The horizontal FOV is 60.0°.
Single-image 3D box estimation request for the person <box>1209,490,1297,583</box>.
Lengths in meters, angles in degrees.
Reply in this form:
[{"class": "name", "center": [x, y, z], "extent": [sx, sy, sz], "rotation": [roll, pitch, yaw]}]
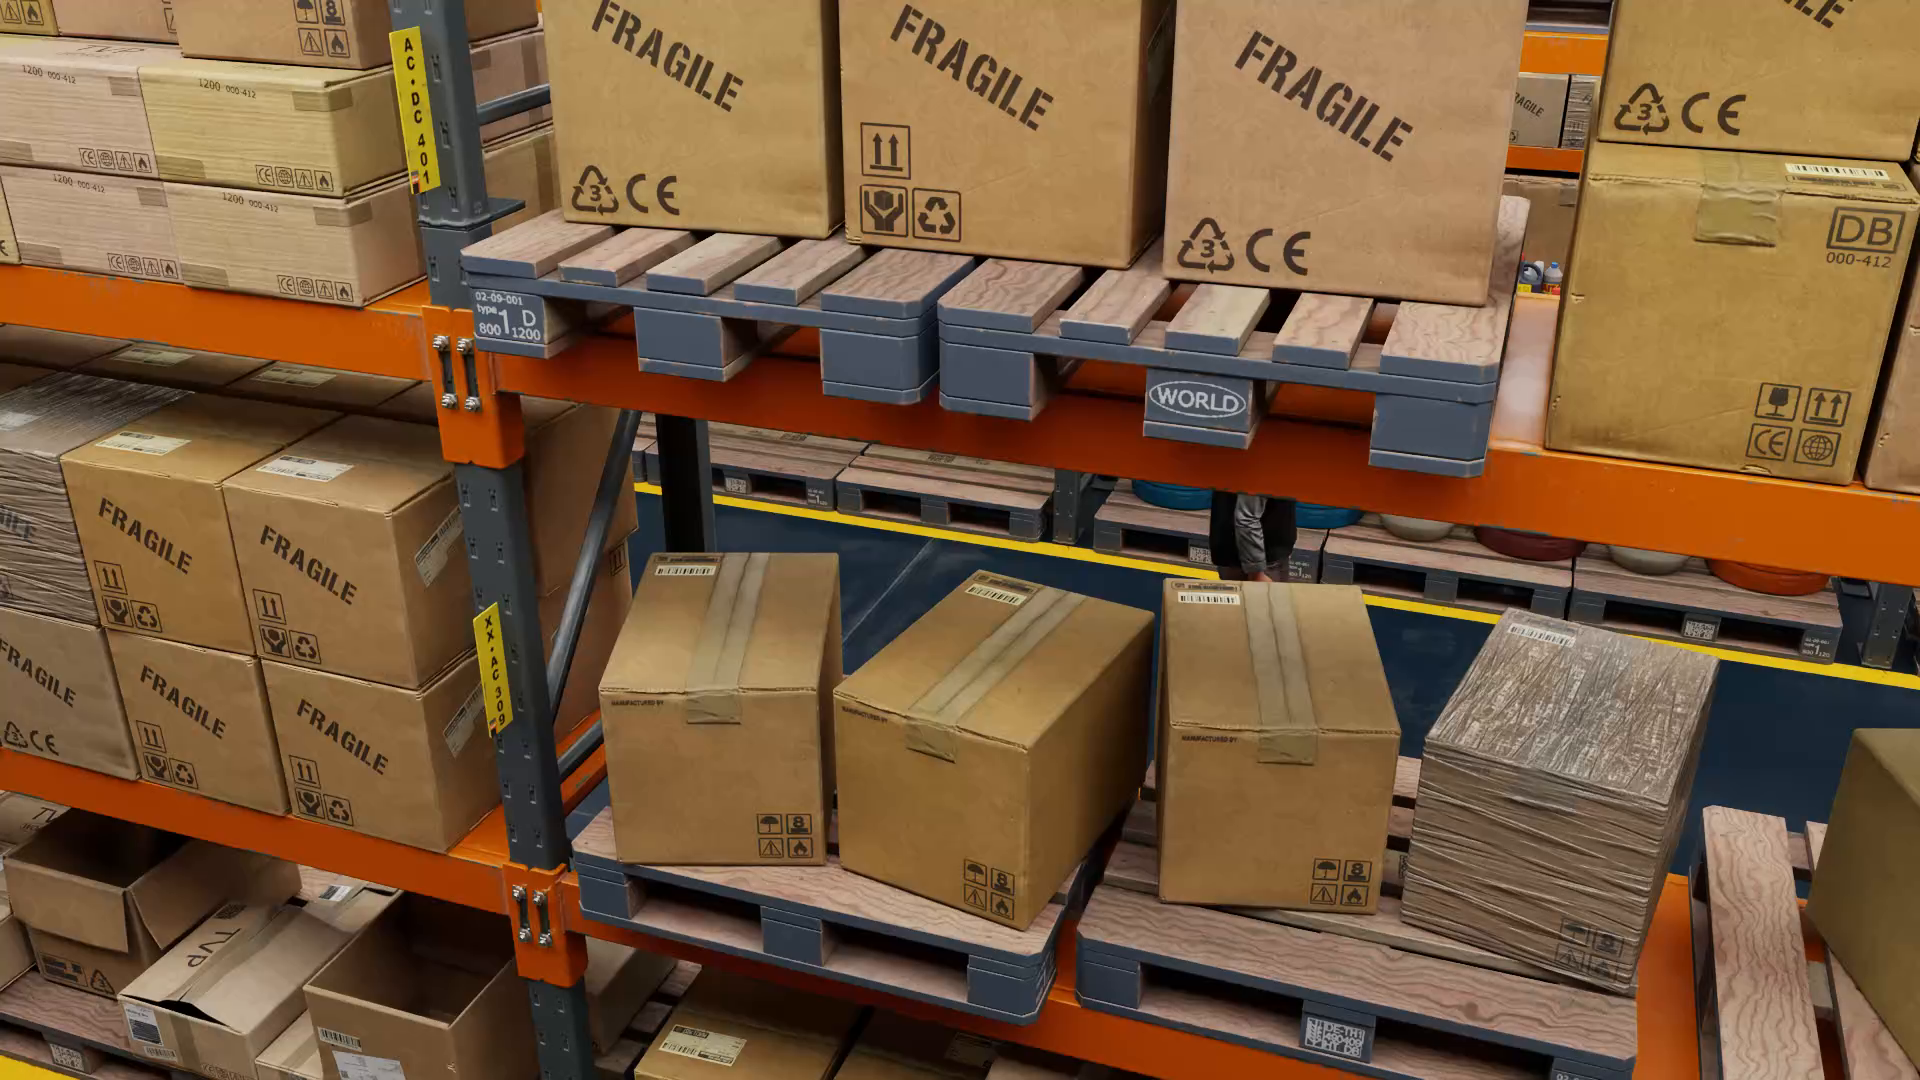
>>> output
[{"class": "person", "center": [1.252, 0.117, 7.017], "extent": [0.419, 1.614, 0.578], "rotation": [8, 27, 17]}]
